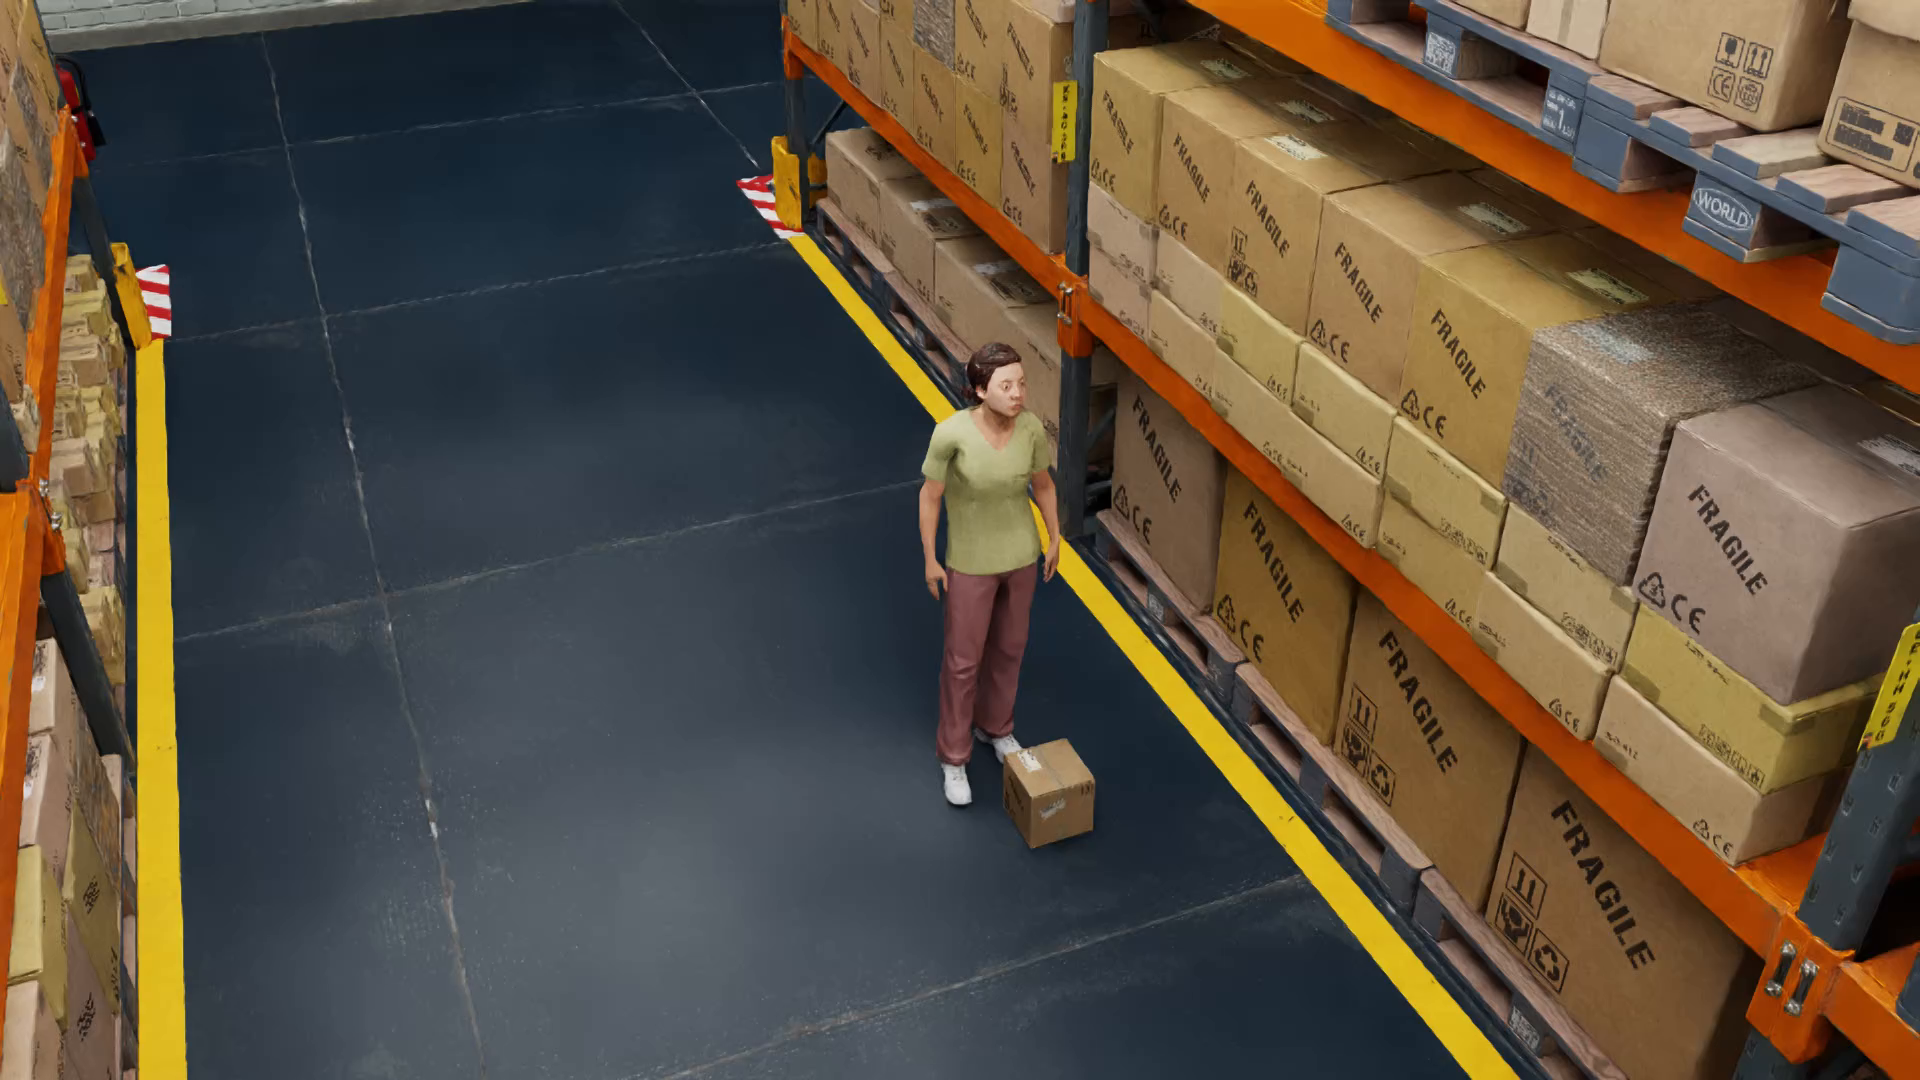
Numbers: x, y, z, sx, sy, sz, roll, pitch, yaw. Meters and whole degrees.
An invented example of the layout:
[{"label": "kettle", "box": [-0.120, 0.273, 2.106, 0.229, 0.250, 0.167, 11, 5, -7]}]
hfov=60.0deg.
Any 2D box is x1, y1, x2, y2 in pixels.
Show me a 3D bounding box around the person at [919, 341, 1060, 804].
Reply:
[{"label": "person", "box": [0.135, 0.213, 6.028, 0.556, 1.427, 0.550, -13, 36, -18]}]
